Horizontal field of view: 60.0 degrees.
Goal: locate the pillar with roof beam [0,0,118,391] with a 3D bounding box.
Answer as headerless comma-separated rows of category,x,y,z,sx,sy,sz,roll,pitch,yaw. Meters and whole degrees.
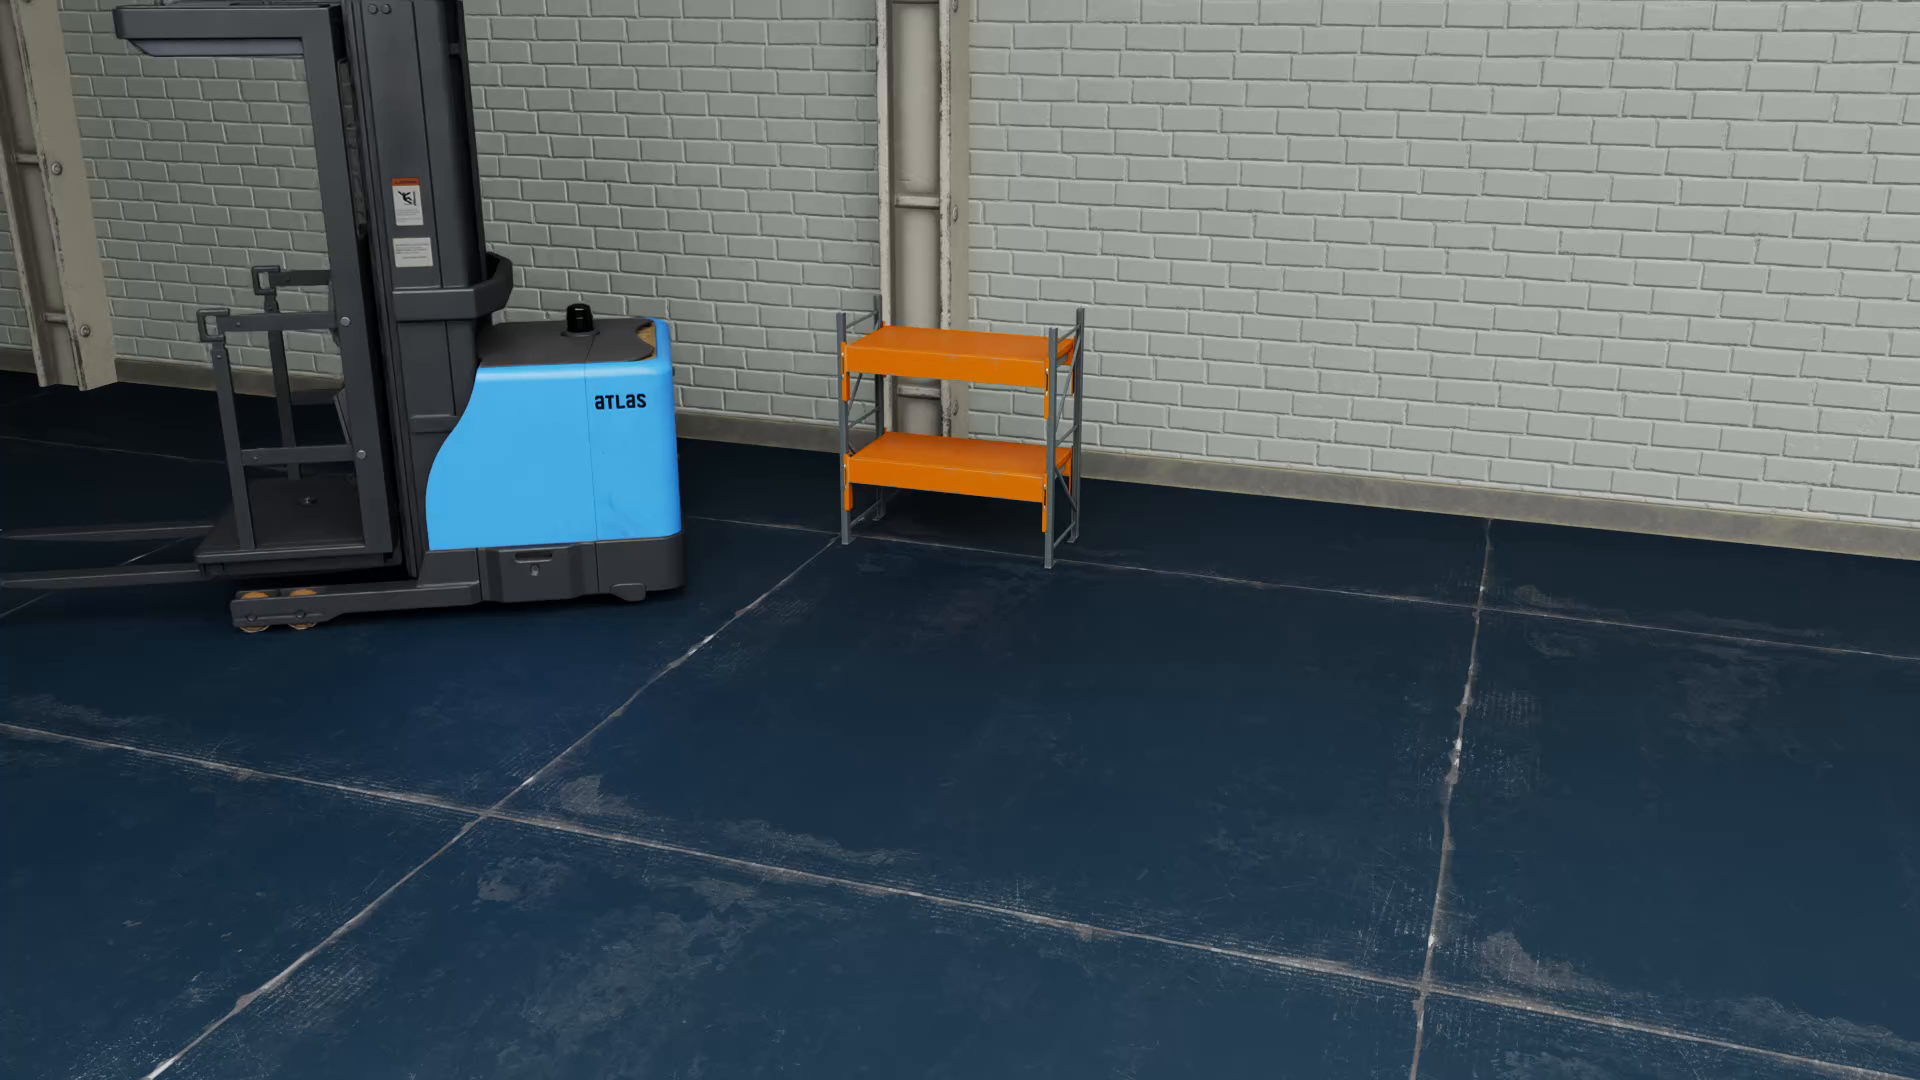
pillar with roof beam,-7.270,-3.955,5.752,0.400,9.000,9.100,7,20,18

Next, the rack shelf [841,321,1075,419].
rack shelf,0.006,-0.807,7.793,1.000,0.278,0.538,7,20,18

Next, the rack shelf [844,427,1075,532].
rack shelf,0.006,-0.300,7.969,1.000,0.278,0.538,7,20,18

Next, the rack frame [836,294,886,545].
rack frame,-0.474,-0.585,8.047,0.032,1.125,0.500,7,20,18

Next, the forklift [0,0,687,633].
forklift,-2.770,-1.185,7.022,3.031,2.935,1.130,-3,20,-10

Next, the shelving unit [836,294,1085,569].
shelving unit,0.006,-0.530,7.889,1.048,1.125,0.538,7,20,18

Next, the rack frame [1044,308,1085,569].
rack frame,0.487,-0.476,7.731,0.032,1.125,0.500,7,20,18

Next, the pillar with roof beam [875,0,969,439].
pillar with roof beam,-1.602,-3.307,3.892,0.400,9.000,9.100,7,20,18
